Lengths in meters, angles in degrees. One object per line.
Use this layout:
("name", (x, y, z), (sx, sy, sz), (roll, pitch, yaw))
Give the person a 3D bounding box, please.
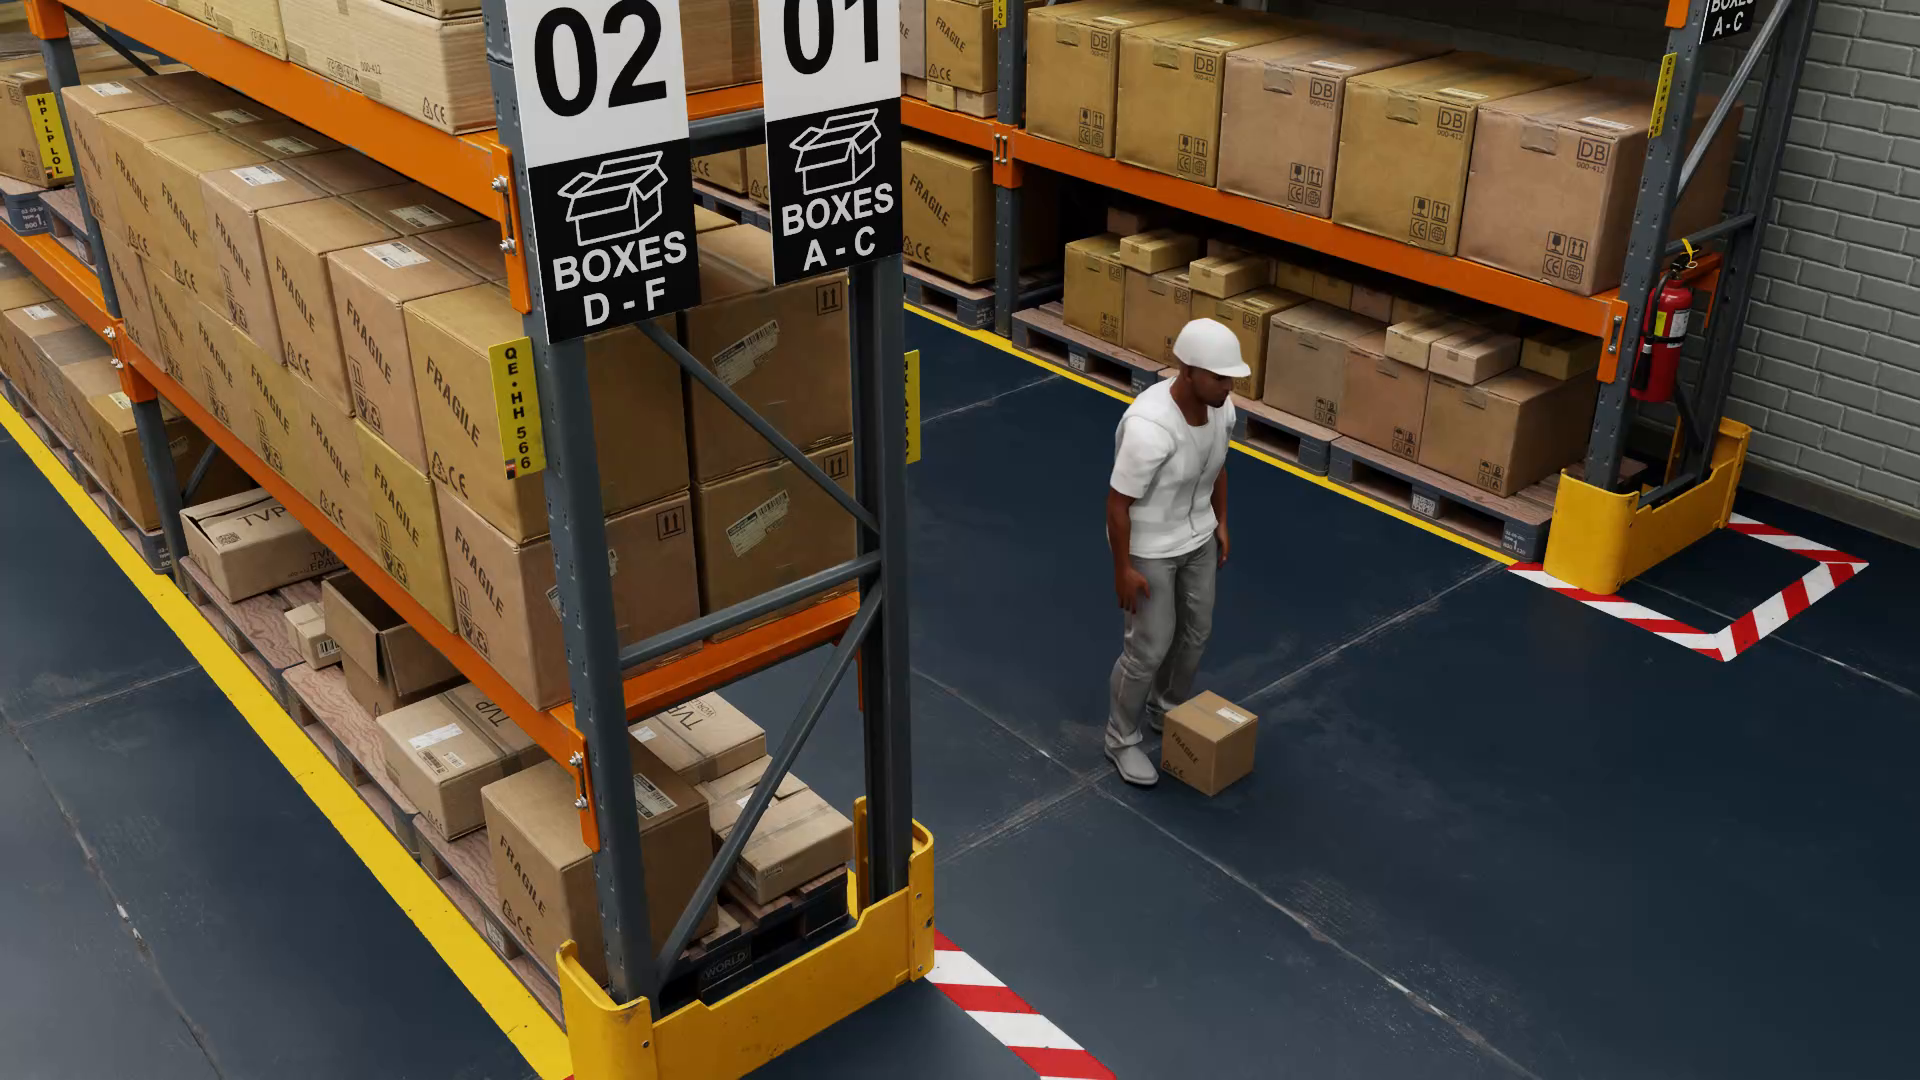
("person", (0.783, 0.022, 6.063), (0.626, 1.759, 0.463), (-24, 36, -37))
